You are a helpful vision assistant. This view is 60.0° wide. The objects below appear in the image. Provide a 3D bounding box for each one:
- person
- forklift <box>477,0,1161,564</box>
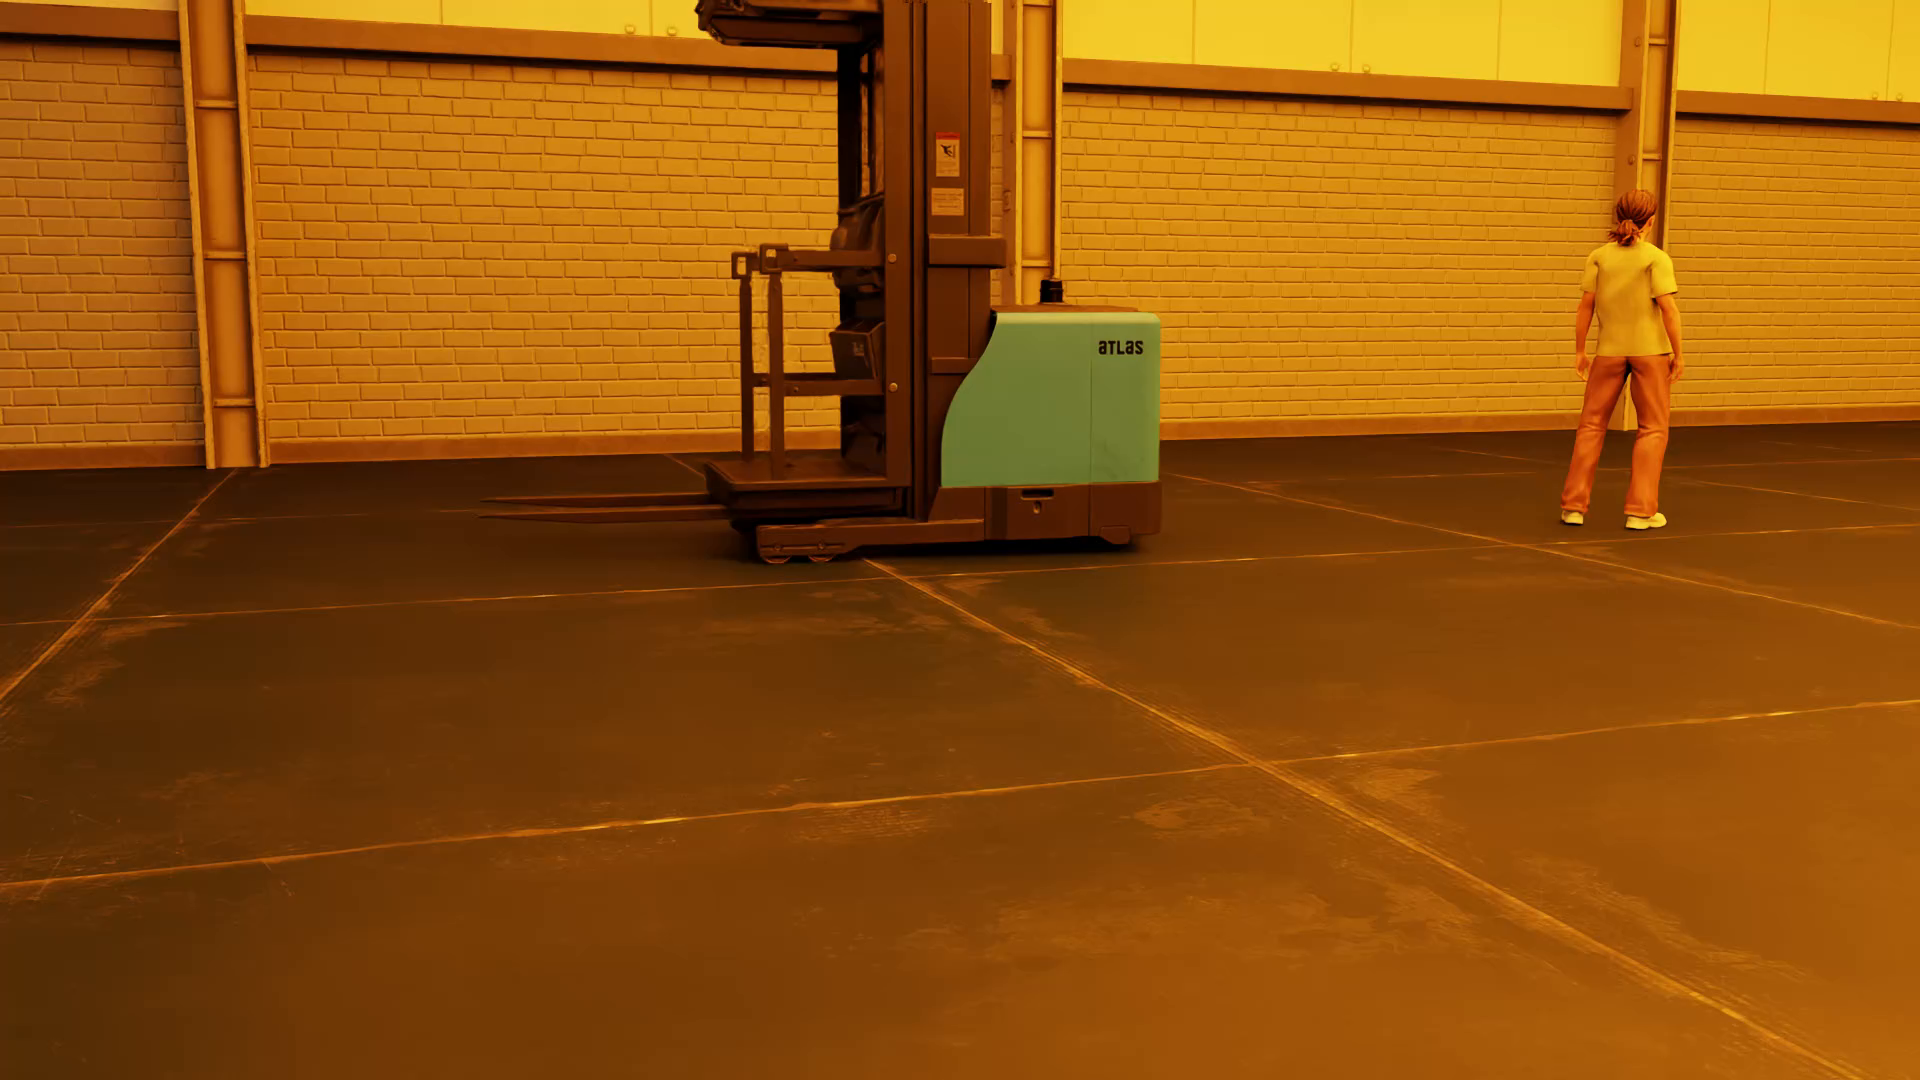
[{"bbox_3d":[3.310,-0.897,8.321,0.591,1.671,0.400,6,10,36],"label":"person"},{"bbox_3d":[-0.650,-1.426,7.535,3.031,2.935,1.130,-2,8,-14],"label":"forklift"}]
